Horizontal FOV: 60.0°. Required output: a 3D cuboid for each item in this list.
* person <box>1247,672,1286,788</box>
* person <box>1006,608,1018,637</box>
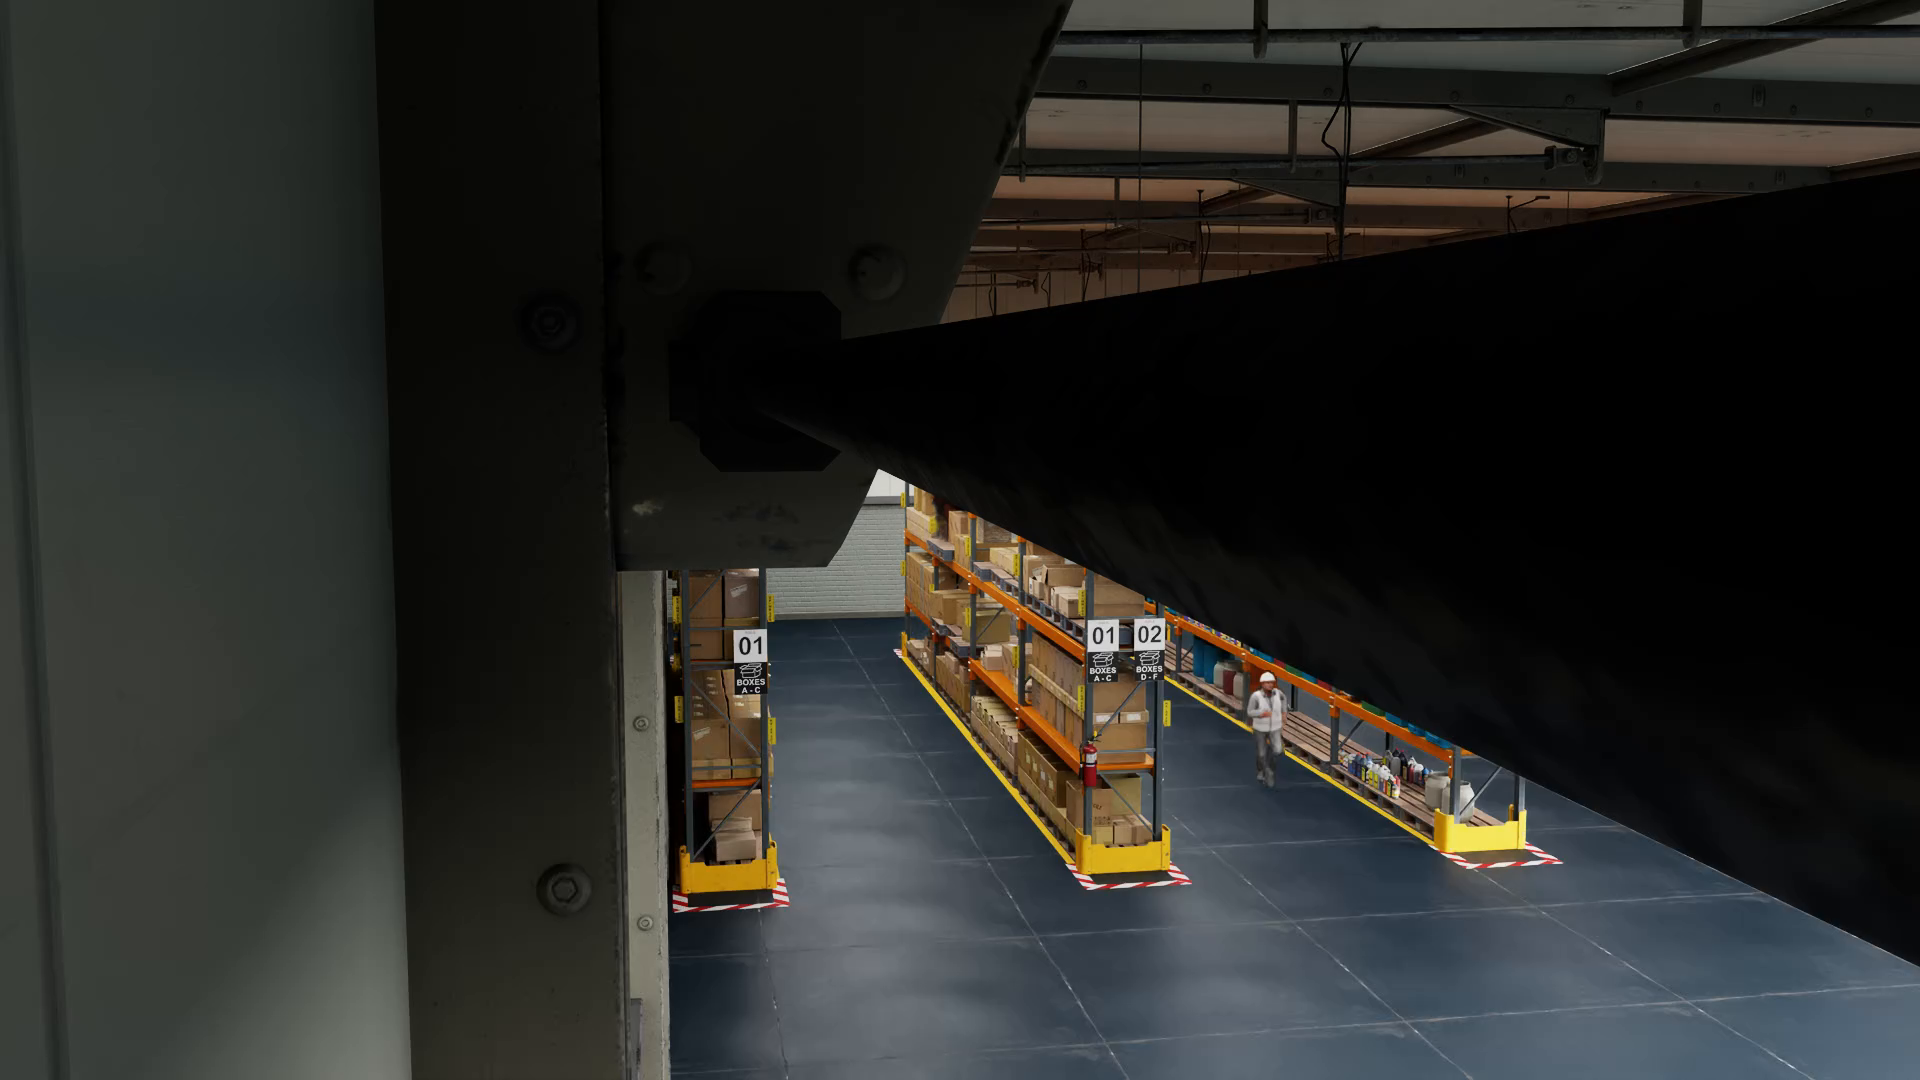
[{"bbox_3d":[4.641,2.851,25.087,0.682,1.761,0.806,-1,6,-7],"label":"person"},{"bbox_3d":[1.159,1.731,36.572,0.603,1.636,0.609,-5,7,-37],"label":"person"}]
